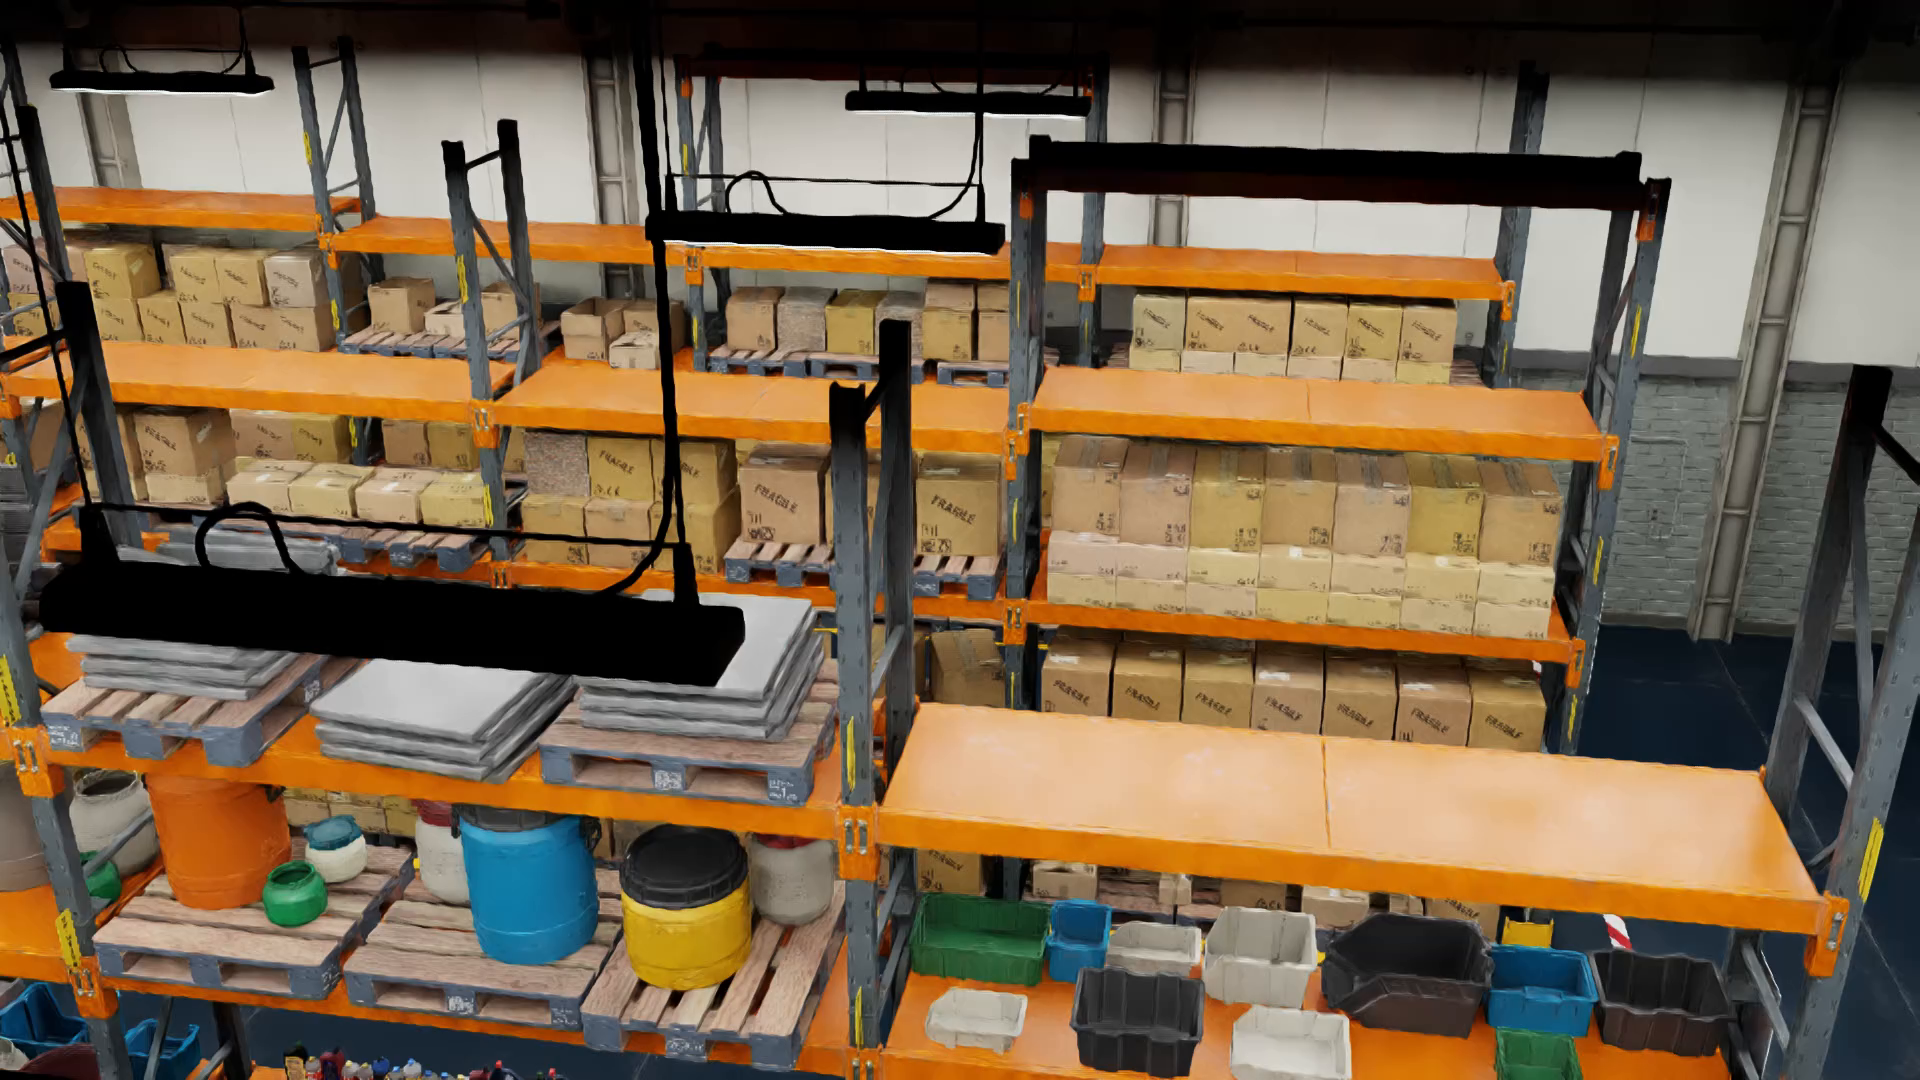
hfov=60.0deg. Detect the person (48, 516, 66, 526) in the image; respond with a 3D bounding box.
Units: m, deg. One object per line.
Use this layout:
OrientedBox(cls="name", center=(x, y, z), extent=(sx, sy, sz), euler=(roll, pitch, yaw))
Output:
OrientedBox(cls="person", center=(-8.865, 0.520, 16.909), extent=(0.904, 1.712, 0.735), euler=(-3, 23, -6))
